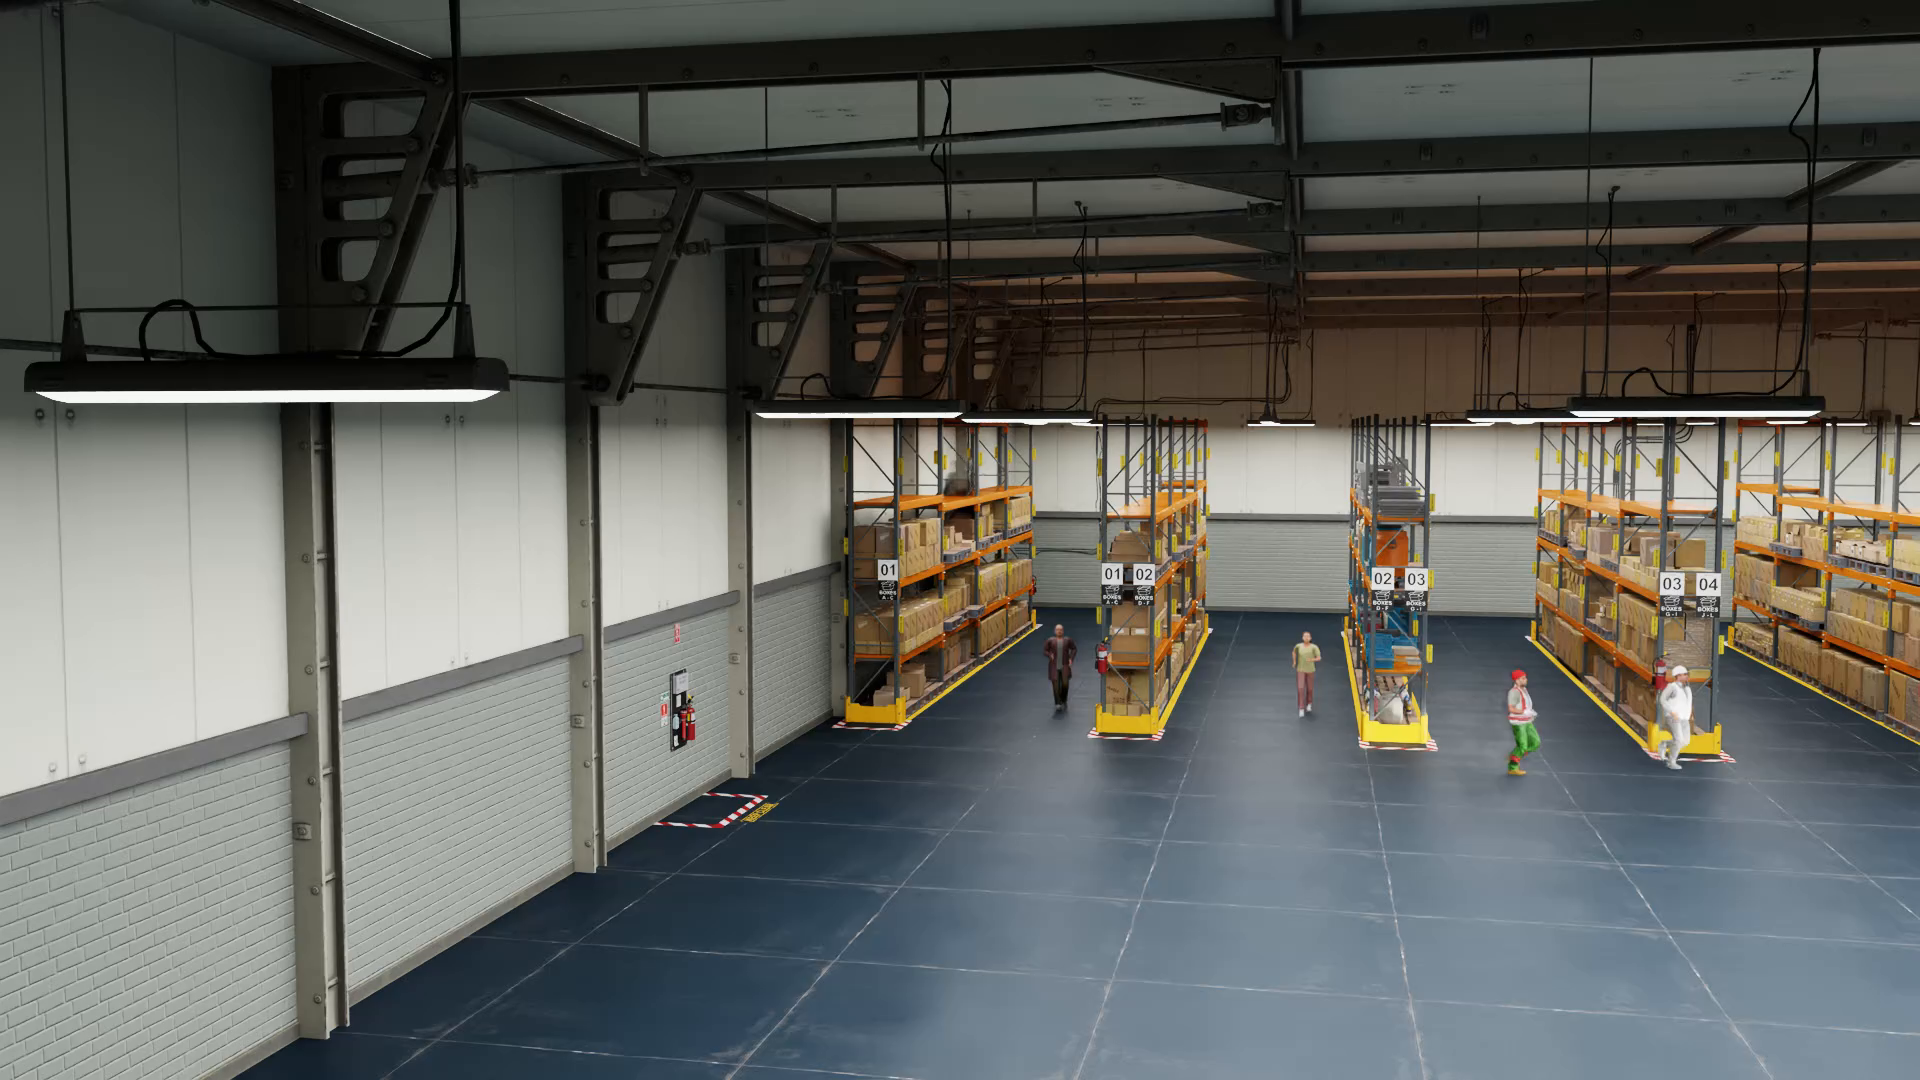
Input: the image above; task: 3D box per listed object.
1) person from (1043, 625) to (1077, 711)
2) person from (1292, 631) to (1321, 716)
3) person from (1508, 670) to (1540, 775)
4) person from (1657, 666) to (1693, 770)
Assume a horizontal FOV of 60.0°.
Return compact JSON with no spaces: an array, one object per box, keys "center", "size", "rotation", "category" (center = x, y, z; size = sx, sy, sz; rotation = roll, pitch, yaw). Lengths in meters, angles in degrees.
[{"center":[2.027,2.602,33.697],"size":[0.694,1.765,0.675],"rotation":[0,4,4],"category":"person"},{"center":[6.926,2.640,33.271],"size":[0.578,1.661,0.948],"rotation":[1,4,15],"category":"person"},{"center":[9.308,3.011,27.407],"size":[0.578,1.741,0.644],"rotation":[4,5,43],"category":"person"},{"center":[12.137,2.990,28.201],"size":[0.690,1.715,0.592],"rotation":[-2,4,-28],"category":"person"}]
